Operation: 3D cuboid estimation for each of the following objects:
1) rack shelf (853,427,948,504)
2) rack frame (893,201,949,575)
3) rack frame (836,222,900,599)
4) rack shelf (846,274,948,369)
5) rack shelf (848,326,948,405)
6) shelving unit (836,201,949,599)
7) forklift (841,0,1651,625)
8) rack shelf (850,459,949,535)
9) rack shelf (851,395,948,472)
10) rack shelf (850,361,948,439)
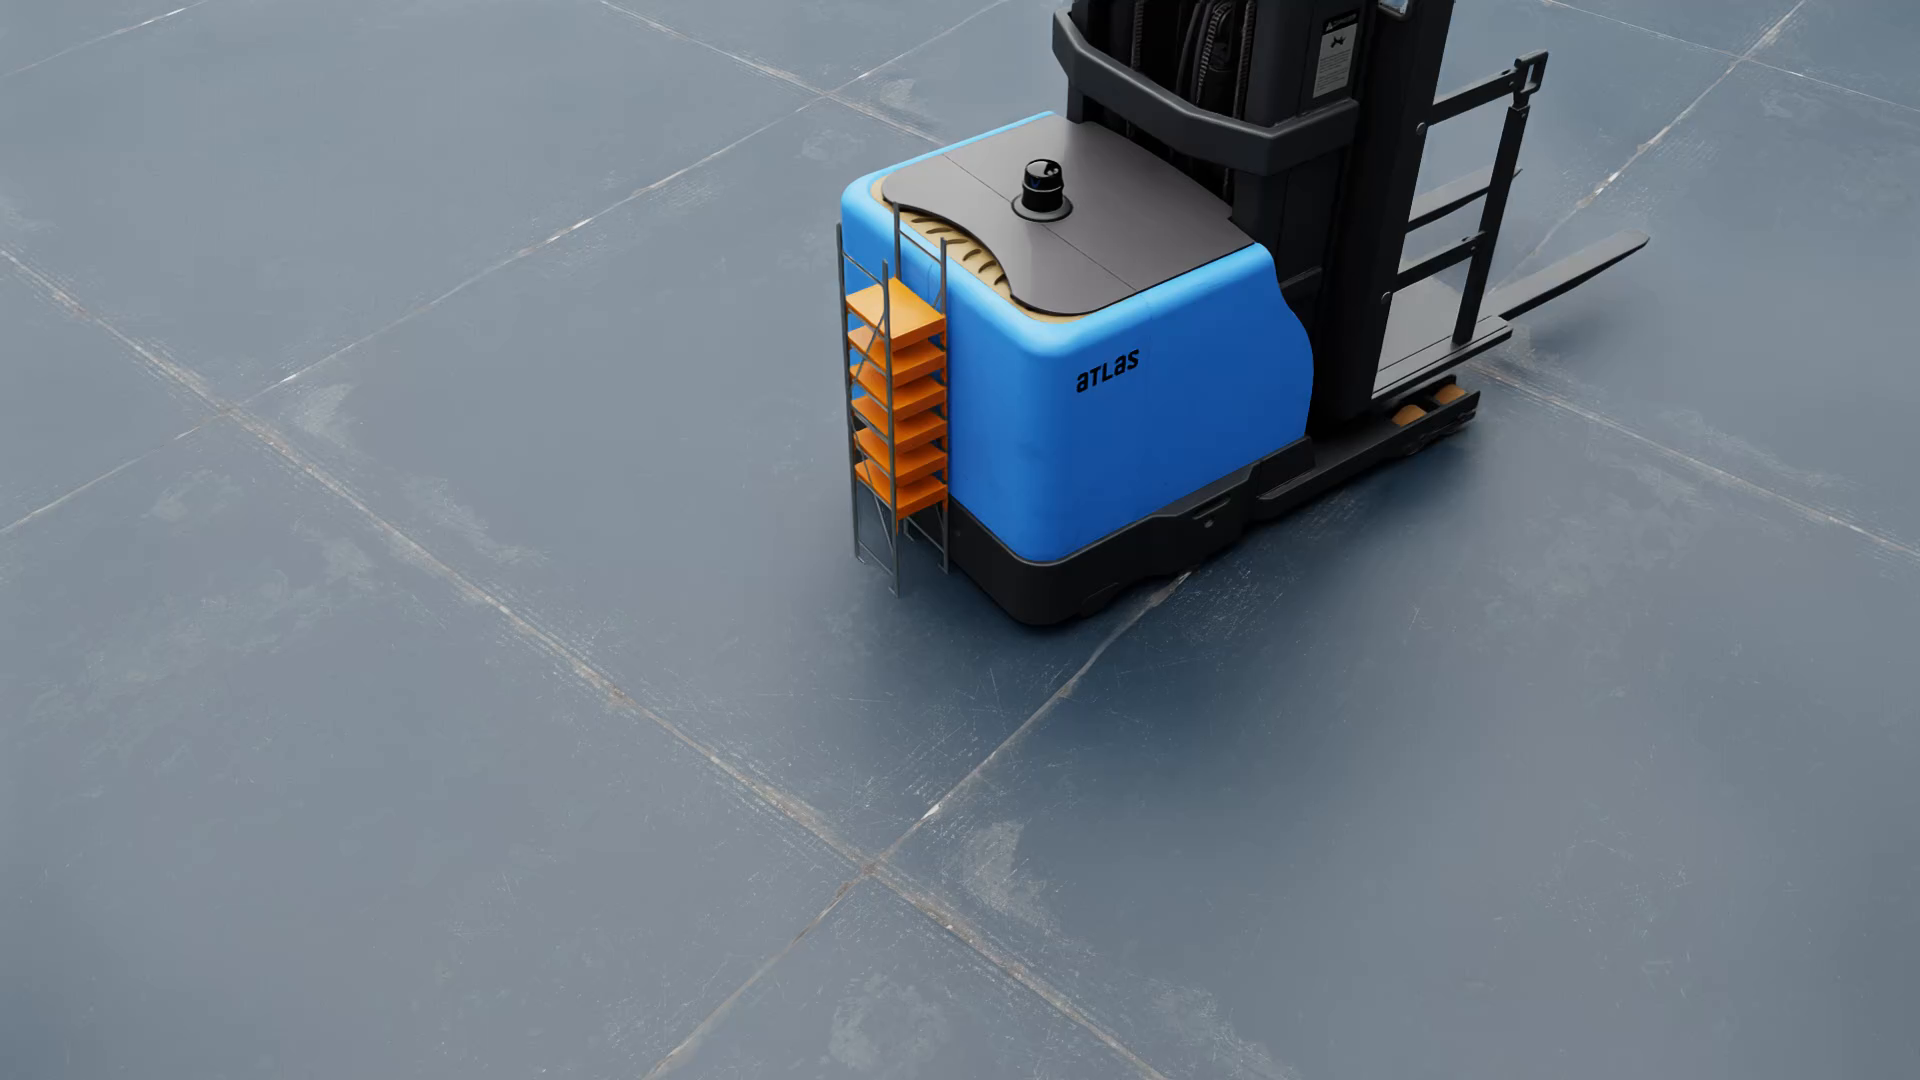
[{"bbox_3d":[-0.182,-0.244,4.871,0.180,0.103,0.258,-26,48,-26],"label":"rack shelf"},{"bbox_3d":[-0.107,-0.402,4.800,0.006,1.200,0.240,-26,48,-26],"label":"rack frame"},{"bbox_3d":[-0.256,-0.330,4.721,0.006,1.200,0.240,-26,48,-26],"label":"rack frame"},{"bbox_3d":[-0.182,-0.599,4.548,0.180,0.103,0.258,-26,48,-26],"label":"rack shelf"},{"bbox_3d":[-0.182,-0.510,4.629,0.180,0.103,0.258,-26,48,-26],"label":"rack shelf"},{"bbox_3d":[-0.182,-0.366,4.760,0.189,1.200,0.258,-26,48,-26],"label":"shelving unit"},{"bbox_3d":[1.135,-1.633,4.867,3.031,2.935,1.130,-26,48,-26],"label":"forklift"},{"bbox_3d":[-0.182,-0.155,4.952,0.180,0.103,0.258,-26,48,-26],"label":"rack shelf"},{"bbox_3d":[-0.182,-0.333,4.790,0.180,0.103,0.258,-26,48,-26],"label":"rack shelf"},{"bbox_3d":[-0.182,-0.422,4.709,0.180,0.103,0.258,-26,48,-26],"label":"rack shelf"}]
